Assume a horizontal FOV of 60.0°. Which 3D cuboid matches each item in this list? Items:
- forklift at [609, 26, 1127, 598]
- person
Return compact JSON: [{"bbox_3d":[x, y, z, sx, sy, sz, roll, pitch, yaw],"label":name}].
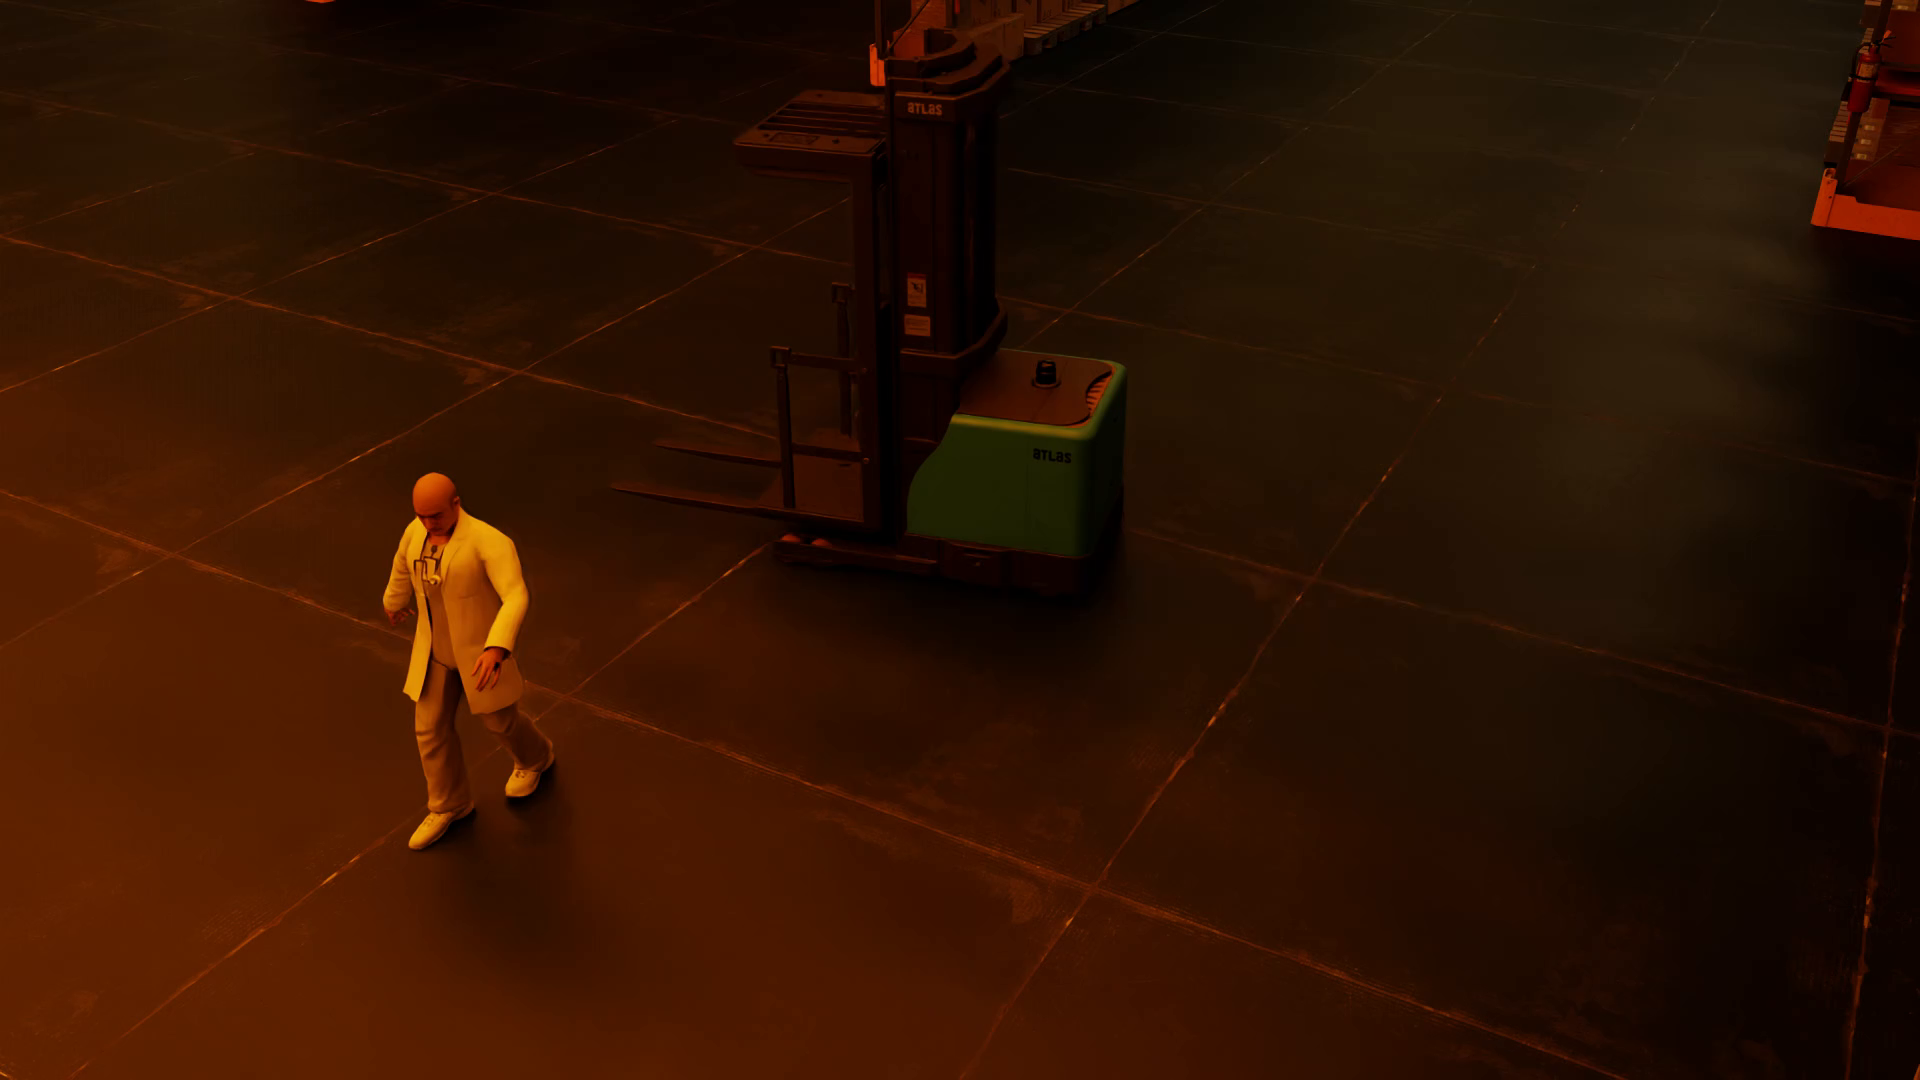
[{"bbox_3d":[-0.593,-1.349,9.409,3.031,2.935,1.130,8,31,14],"label":"forklift"},{"bbox_3d":[-2.256,0.501,7.401,1.016,1.759,0.808,11,32,19],"label":"person"}]
